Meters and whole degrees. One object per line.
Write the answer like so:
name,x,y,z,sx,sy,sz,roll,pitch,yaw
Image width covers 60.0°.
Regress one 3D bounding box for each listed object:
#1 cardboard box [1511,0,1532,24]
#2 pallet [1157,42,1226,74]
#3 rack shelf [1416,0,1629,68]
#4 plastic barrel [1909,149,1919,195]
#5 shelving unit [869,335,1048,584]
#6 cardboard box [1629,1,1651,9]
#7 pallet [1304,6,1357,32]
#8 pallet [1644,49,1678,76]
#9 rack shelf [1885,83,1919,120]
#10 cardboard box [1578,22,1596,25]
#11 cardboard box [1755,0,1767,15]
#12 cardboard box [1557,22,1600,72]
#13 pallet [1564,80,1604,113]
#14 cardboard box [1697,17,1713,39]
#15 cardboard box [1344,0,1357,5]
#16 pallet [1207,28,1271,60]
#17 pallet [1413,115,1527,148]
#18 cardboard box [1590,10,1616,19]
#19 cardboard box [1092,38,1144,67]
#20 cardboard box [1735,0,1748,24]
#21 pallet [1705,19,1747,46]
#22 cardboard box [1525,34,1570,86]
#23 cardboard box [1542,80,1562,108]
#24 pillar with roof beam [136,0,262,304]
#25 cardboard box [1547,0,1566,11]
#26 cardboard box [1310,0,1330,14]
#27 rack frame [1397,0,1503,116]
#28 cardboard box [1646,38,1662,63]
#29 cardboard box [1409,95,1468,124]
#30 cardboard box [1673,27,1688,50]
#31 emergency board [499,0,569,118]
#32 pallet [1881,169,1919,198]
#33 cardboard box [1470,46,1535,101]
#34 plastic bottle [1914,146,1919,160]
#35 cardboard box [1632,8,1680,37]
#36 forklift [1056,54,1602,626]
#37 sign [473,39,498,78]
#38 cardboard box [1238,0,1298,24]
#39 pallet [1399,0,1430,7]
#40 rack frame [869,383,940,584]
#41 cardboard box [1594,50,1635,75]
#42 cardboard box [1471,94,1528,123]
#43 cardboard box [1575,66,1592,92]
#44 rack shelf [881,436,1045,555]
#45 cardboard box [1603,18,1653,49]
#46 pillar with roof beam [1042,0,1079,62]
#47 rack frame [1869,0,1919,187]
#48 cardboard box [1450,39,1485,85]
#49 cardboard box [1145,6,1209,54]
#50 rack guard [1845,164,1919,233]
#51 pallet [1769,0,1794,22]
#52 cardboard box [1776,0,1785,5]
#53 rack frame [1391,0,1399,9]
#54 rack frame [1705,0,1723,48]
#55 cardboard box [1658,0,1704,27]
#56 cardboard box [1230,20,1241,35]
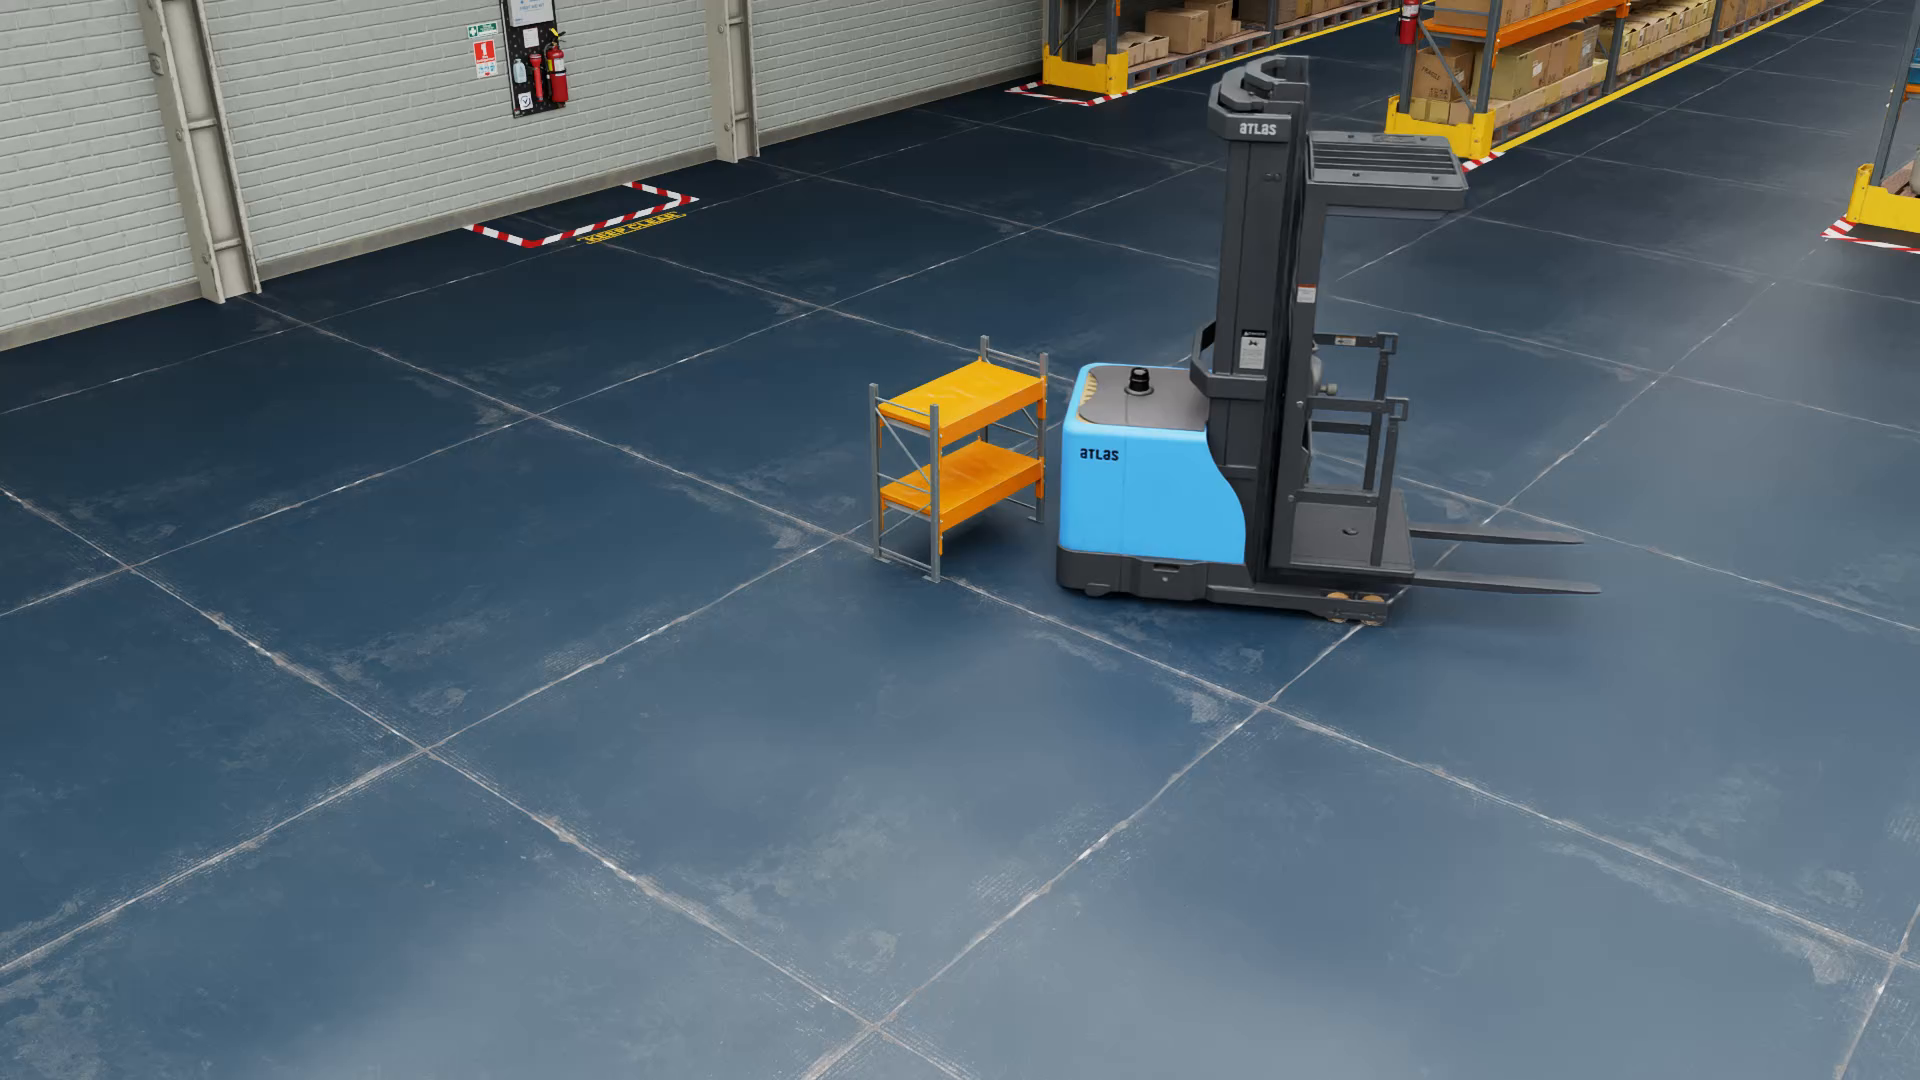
cardboard box,6.032,-6.155,18.775,0.700,0.500,0.500,22,34,36
pallet,2.938,-6.705,22.981,1.003,0.211,1.213,21,34,34
rack shelf,6.667,-6.151,19.659,1.077,0.370,4.000,21,34,34
plastic barrel,9.574,-3.650,16.291,0.421,0.512,0.421,0,27,0
shelving unit,0.004,-0.502,9.996,0.538,1.125,1.048,21,34,34
cardboard box,9.269,-7.344,23.106,0.500,0.311,0.500,20,33,33
pallet,5.384,-8.099,25.675,1.003,0.211,1.213,21,34,34
pallet,9.153,-6.649,22.872,1.003,0.211,1.213,21,34,34
rack shelf,10.486,-4.702,16.858,1.077,0.370,4.000,21,34,34
cardboard box,7.975,-6.622,21.710,0.500,0.311,0.500,21,34,34
cardboard box,11.973,-8.311,25.293,0.500,0.500,0.500,19,33,33
cardboard box,7.485,-6.076,20.450,0.500,0.500,0.500,21,34,34
pallet,7.401,-5.672,20.984,1.003,0.211,1.213,21,34,34
cardboard box,10.337,-7.306,23.643,0.500,0.250,0.500,22,34,36
cardboard box,5.823,-8.711,26.065,0.700,0.500,0.500,21,34,34
pallet,3.714,-7.139,23.821,1.003,0.211,1.213,21,34,34
pallet,5.849,-4.807,19.311,1.003,0.211,1.213,21,34,34
cardboard box,8.620,-6.984,22.411,0.500,0.311,0.500,21,34,34
cardboard box,2.079,-6.428,21.859,0.500,0.311,0.500,17,32,29
cardboard box,11.322,-7.948,24.592,0.500,0.500,0.500,19,33,33
pallet,10.987,-7.613,24.737,1.003,0.211,1.213,21,34,34
cardboard box,6.863,-5.716,19.754,0.500,0.500,0.500,21,34,34
cardboard box,6.863,-5.383,19.927,0.500,0.250,0.500,21,34,34
pillar with roof beam,-2.964,-4.861,9.853,9.100,9.000,0.400,21,34,34
cardboard box,6.684,-6.518,19.475,0.700,0.500,0.500,22,35,36
cardboard box,5.215,-8.344,25.357,0.700,0.500,0.500,21,34,35
rack frame,5.394,-5.762,18.123,1.000,3.000,0.127,21,34,34
cardboard box,9.040,-6.581,22.242,0.500,0.250,0.500,20,33,33
cardboard box,5.508,-5.003,19.193,0.500,0.250,0.500,21,34,34
cardboard box,9.689,-6.944,22.945,0.500,0.250,0.500,22,34,36
emergency board,-4.070,-4.717,16.103,0.194,1.169,0.643,21,34,34
pallet,9.747,-3.401,16.595,1.003,0.211,1.213,21,34,34
cardboard box,6.224,-5.363,19.072,0.500,0.500,0.500,21,34,34
plastic bottle,10.044,-4.045,17.370,0.097,0.201,0.097,0,27,0
cardboard box,9.371,-7.013,22.468,0.500,0.311,0.500,22,34,36
forklift,2.122,-1.087,9.161,3.031,2.935,1.130,5,28,9
sign,-4.502,-4.567,15.774,0.001,0.329,0.234,21,34,34
cardboard box,4.569,-7.977,24.648,0.700,0.500,0.500,22,35,36
pallet,7.218,-9.064,27.540,1.003,0.211,1.213,21,34,34
rack frame,-0.319,-0.322,9.648,0.500,1.125,0.032,21,34,34
cardboard box,8.386,-6.216,21.536,0.500,0.250,0.500,20,33,33
cardboard box,6.222,-5.030,19.245,0.500,0.250,0.500,21,34,34
cardboard box,7.487,-5.742,20.621,0.500,0.250,0.500,21,34,34
rack shelf,0.004,-0.285,10.109,0.538,0.278,1.000,21,34,34
cardboard box,8.716,-6.644,21.753,0.500,0.311,0.500,20,34,34
pillar with roof beam,4.669,-9.116,18.077,9.100,9.000,0.400,21,34,34
rack frame,9.214,-4.313,15.322,1.000,3.000,0.127,21,34,34
cardboard box,6.131,-5.696,19.715,0.500,0.500,0.500,21,34,34
cardboard box,2.947,-6.960,22.681,0.700,0.500,0.500,18,33,31
rack guard,9.226,-3.243,15.975,1.175,0.500,0.348,21,34,34
pallet,12.539,-8.478,26.409,1.003,0.211,1.213,21,34,34
cardboard box,12.614,-8.670,25.986,0.500,0.500,0.500,21,34,35
rack frame,6.658,-10.045,26.402,1.000,3.000,0.127,21,34,34
rack frame,10.483,-8.598,23.606,1.000,3.000,0.127,21,34,34
cardboard box,10.014,-7.369,23.154,0.500,0.311,0.500,20,34,34
cardboard box,3.797,-7.365,23.827,0.380,0.166,0.250,16,31,28
